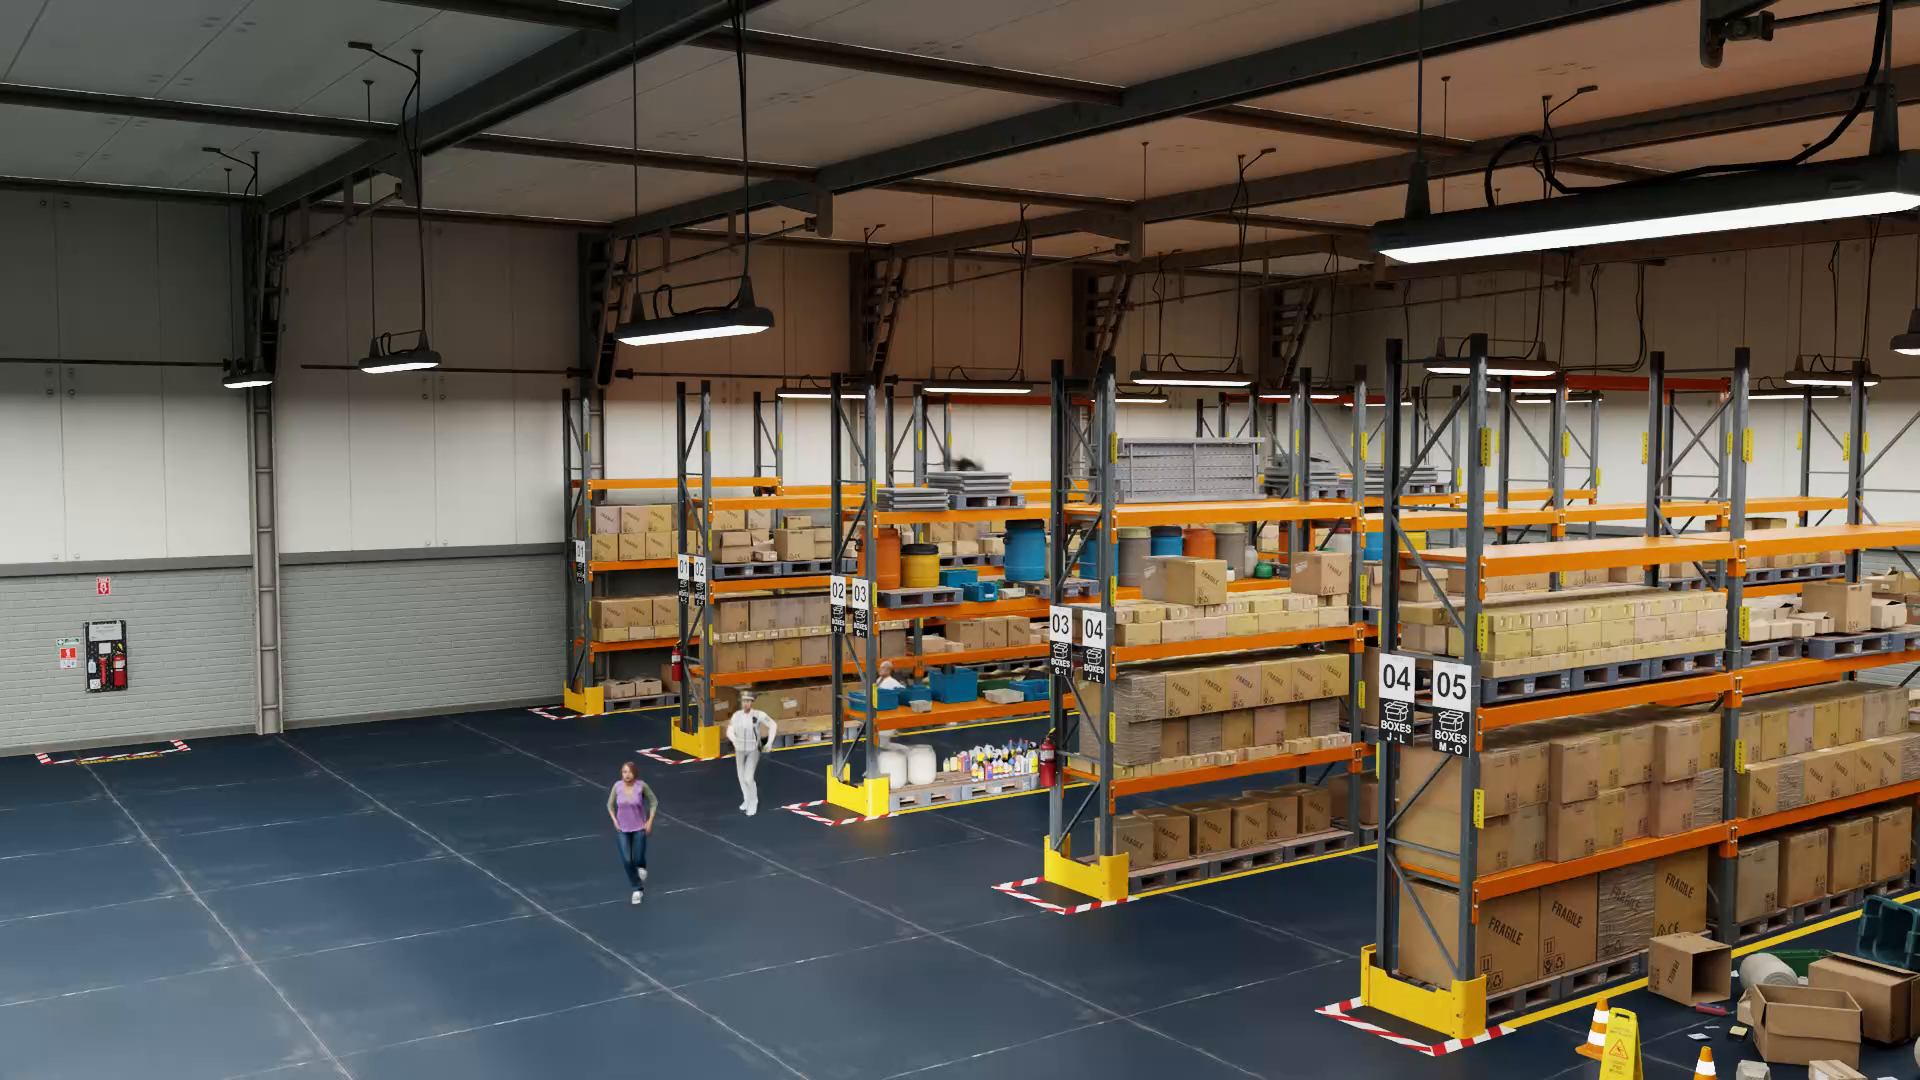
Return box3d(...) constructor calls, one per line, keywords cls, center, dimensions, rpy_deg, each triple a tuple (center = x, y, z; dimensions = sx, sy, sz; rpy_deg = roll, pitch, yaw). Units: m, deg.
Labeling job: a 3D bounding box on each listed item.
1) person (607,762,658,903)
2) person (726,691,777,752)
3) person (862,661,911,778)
box3d(cls="person", center=(-3.637, 3.214, 18.433), dimensions=(0.553, 1.558, 0.534), rpy_deg=(0, 4, -1))
box3d(cls="person", center=(-2.849, 2.449, 22.530), dimensions=(0.640, 0.841, 0.451), rpy_deg=(1, 4, 13))
box3d(cls="person", center=(-1.123, 2.677, 24.920), dimensions=(0.825, 1.735, 0.715), rpy_deg=(-3, 5, -38))
